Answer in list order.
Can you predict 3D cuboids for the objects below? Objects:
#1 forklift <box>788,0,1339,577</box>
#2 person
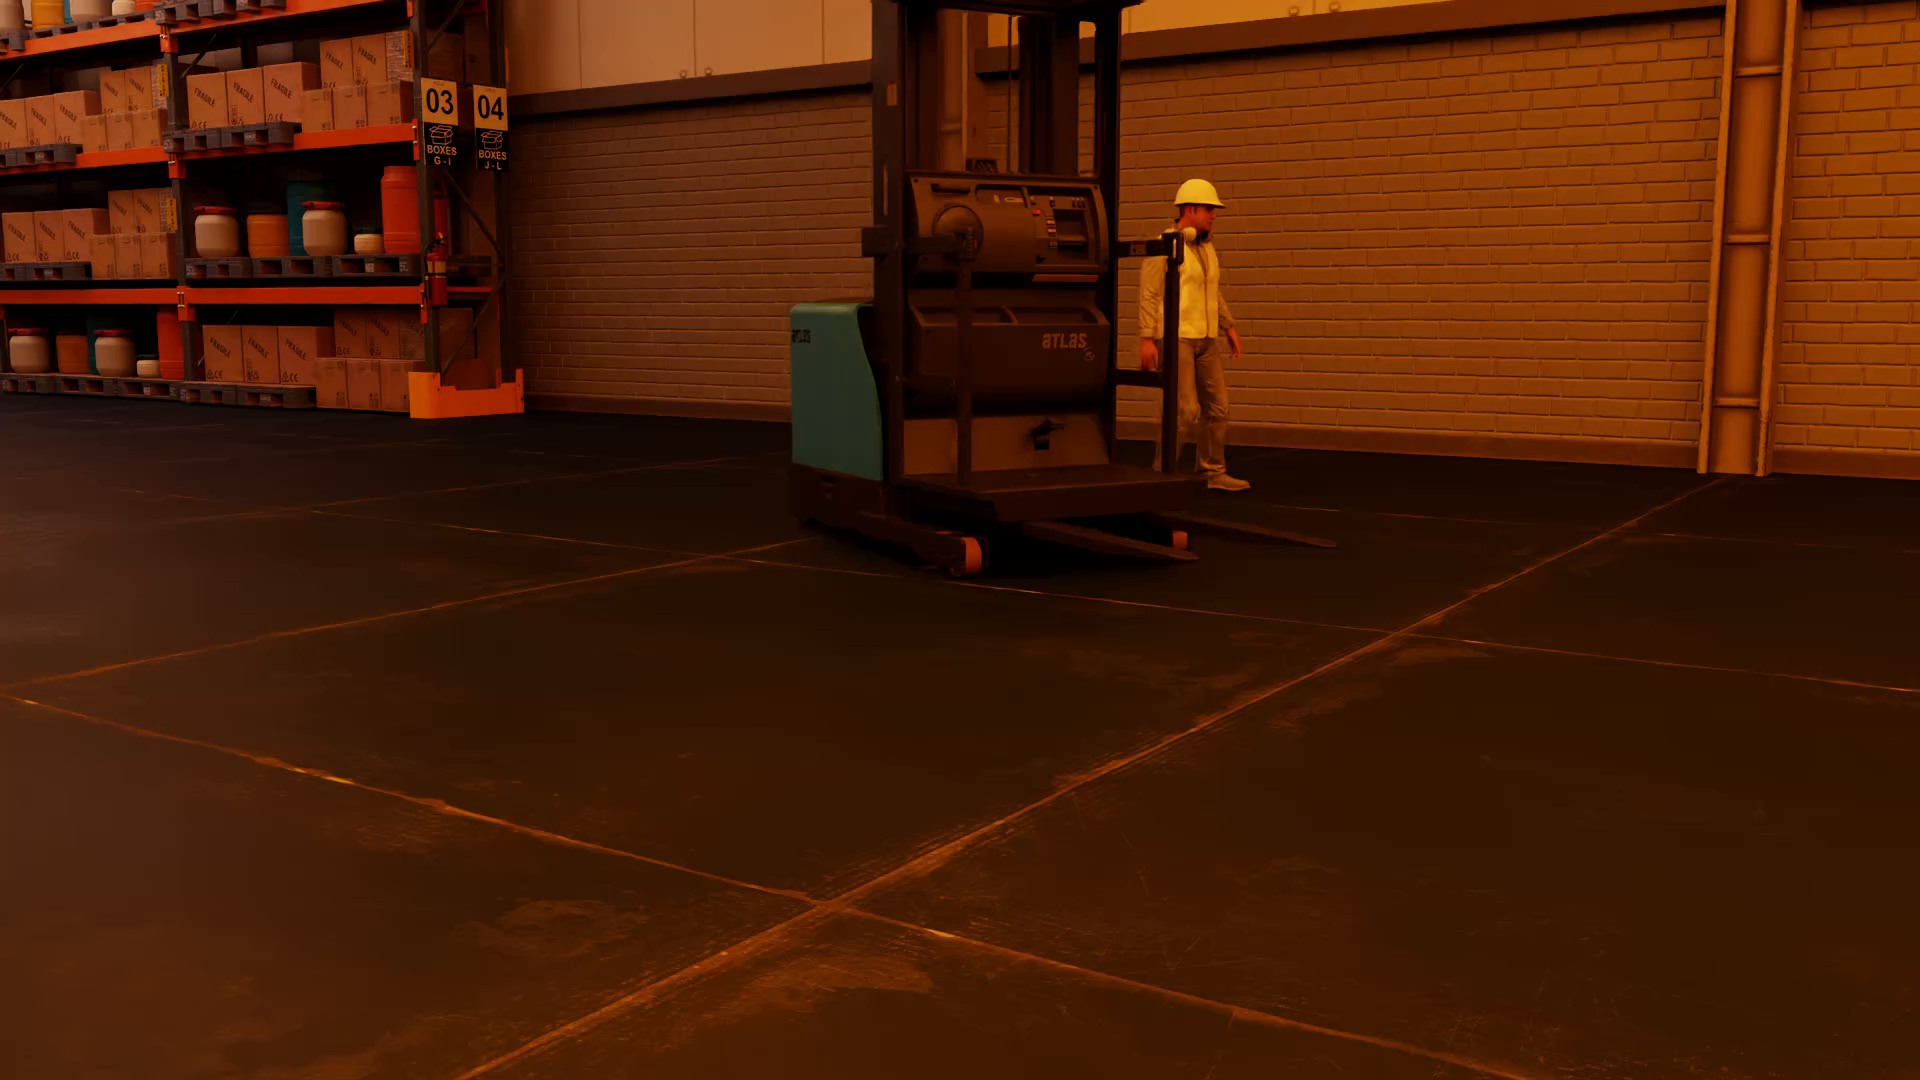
[{"bbox_3d":[0.320,-1.375,6.861,1.130,2.935,3.031,-4,9,-28],"label":"forklift"},{"bbox_3d":[1.286,-1.127,9.321,0.421,1.749,0.751,7,11,42],"label":"person"}]
